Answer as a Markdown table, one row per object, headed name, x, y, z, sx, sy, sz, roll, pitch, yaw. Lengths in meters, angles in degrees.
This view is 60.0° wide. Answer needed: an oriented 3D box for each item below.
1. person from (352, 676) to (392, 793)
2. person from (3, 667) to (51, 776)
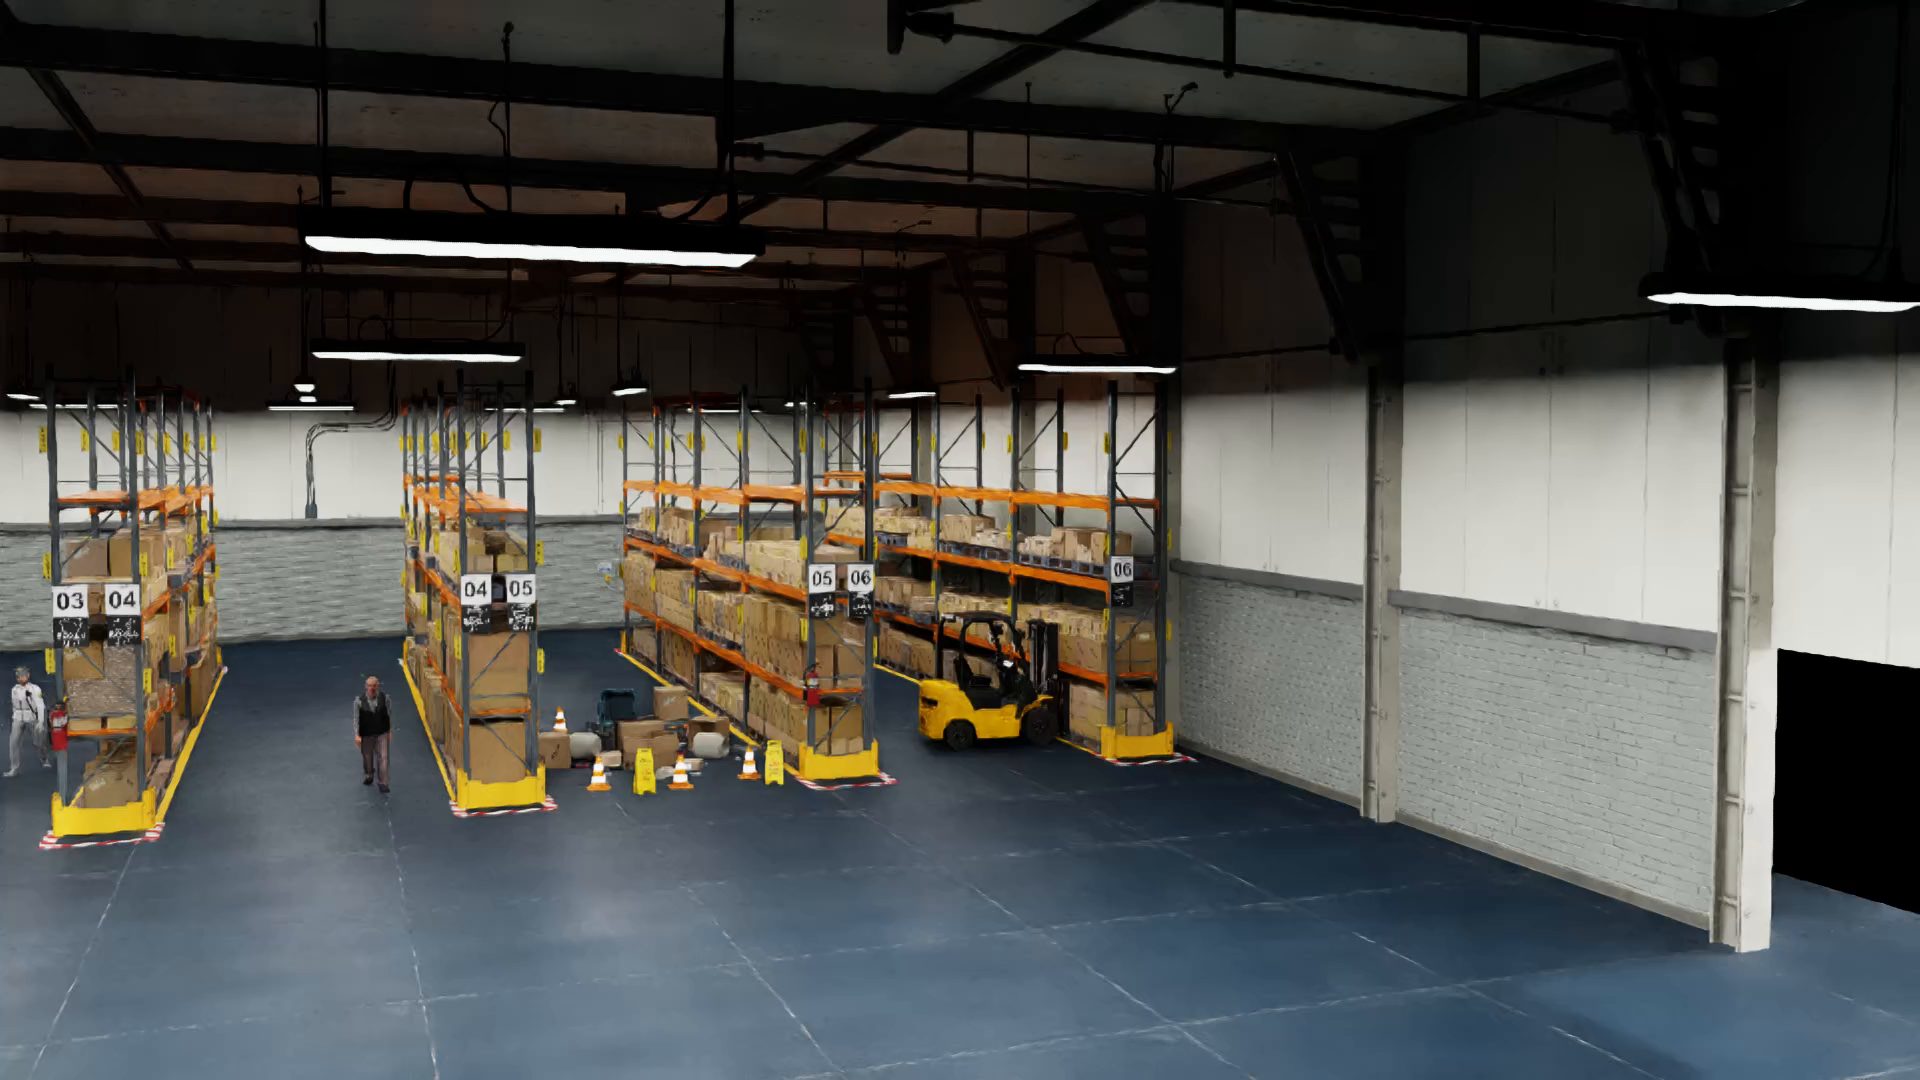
| name | x | y | z | sx | sy | sz | roll | pitch | yaw |
| --- | --- | --- | --- | --- | --- | --- | --- | --- | --- |
| person | -8.442 | 2.771 | 23.894 | 0.543 | 1.648 | 1.115 | -1 | 4 | -19 |
| person | -14.073 | 2.712 | 25.140 | 0.507 | 1.623 | 0.908 | 0 | 3 | -5 |
